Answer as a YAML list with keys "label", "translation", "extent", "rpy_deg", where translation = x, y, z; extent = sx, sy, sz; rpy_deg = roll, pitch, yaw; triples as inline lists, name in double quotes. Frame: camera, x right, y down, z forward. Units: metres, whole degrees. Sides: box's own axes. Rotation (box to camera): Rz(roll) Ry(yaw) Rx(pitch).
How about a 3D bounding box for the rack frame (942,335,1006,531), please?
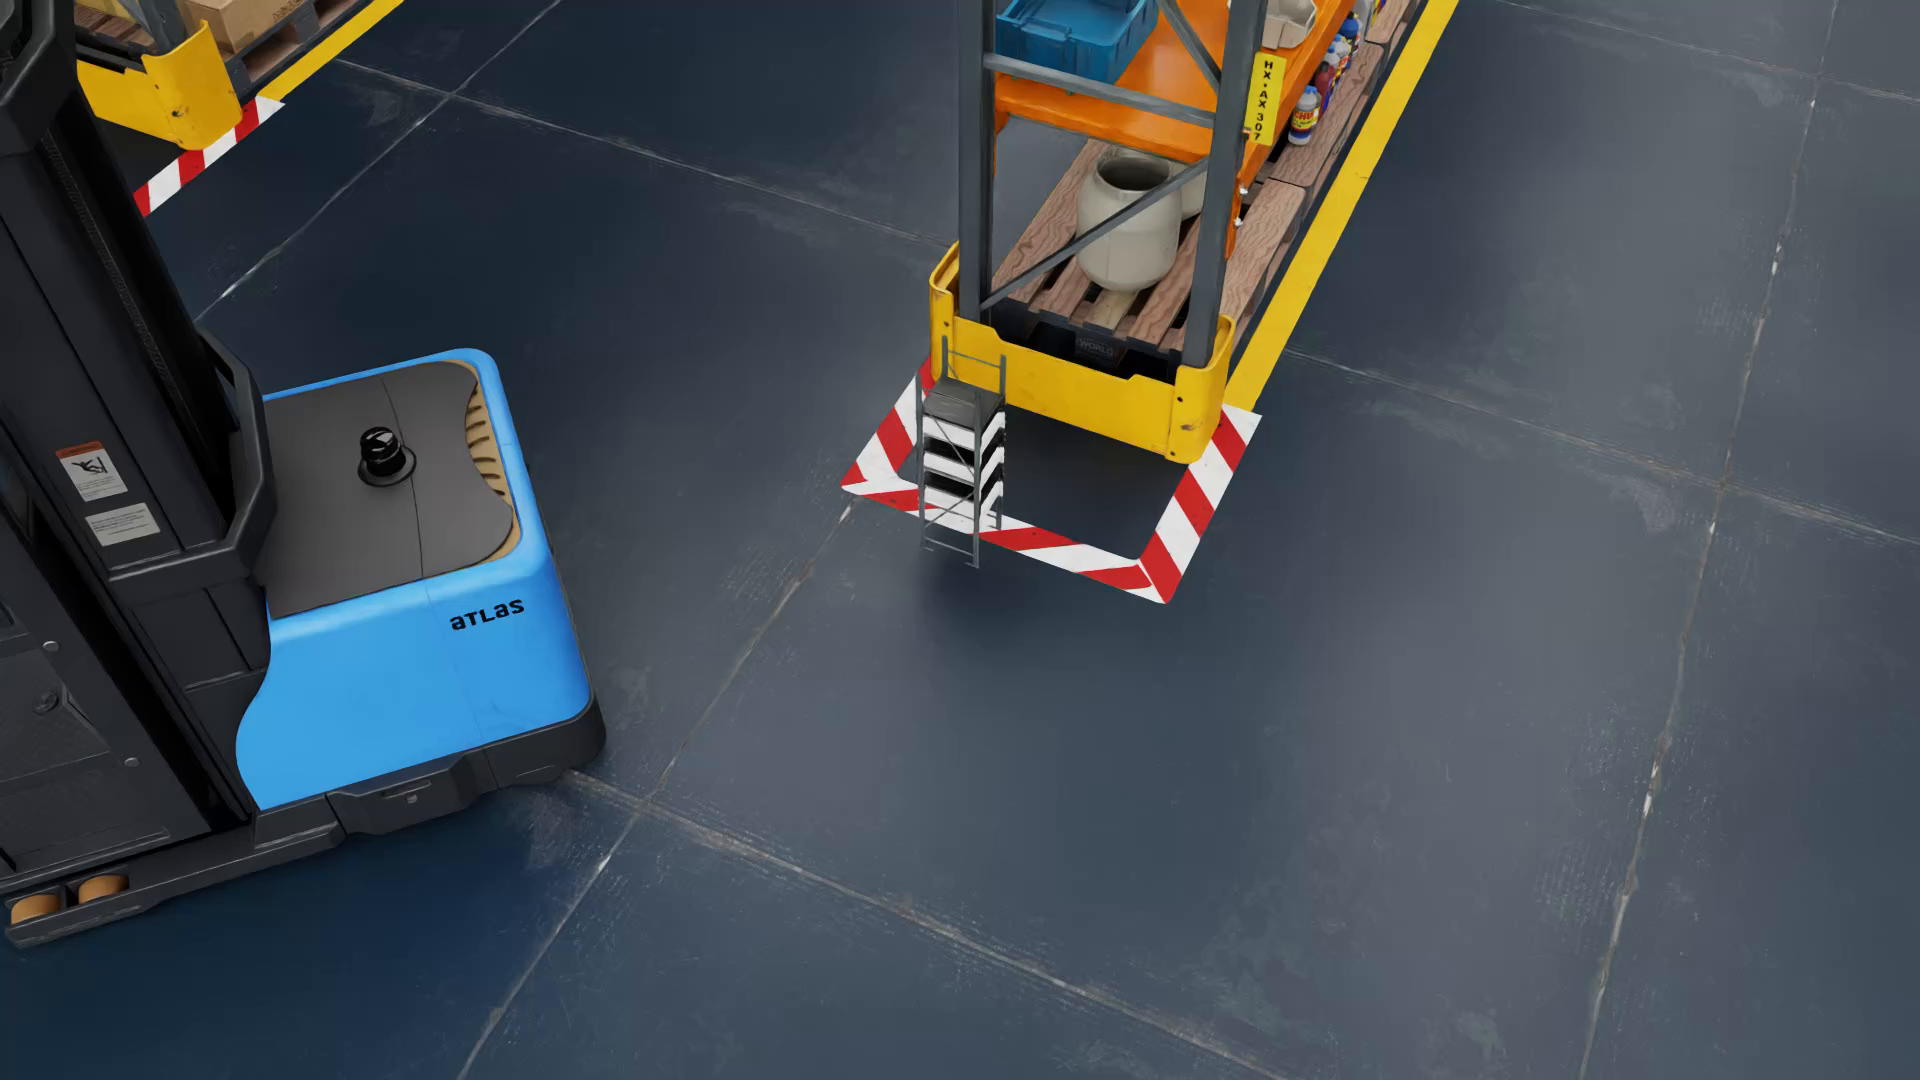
- label: "rack frame"
  translation: [0.047, -0.367, 5.971]
  extent: [0.240, 0.900, 0.006]
  rpy_deg: [20, 52, 16]

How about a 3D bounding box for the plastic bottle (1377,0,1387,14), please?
- label: "plastic bottle"
  translation: [2.052, -2.715, 8.085]
  extent: [0.061, 0.283, 0.133]
  rpy_deg: [23, 53, 18]

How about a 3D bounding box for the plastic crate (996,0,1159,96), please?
- label: "plastic crate"
  translation: [0.415, -1.887, 5.984]
  extent: [0.499, 0.251, 0.616]
  rpy_deg: [20, 52, 16]

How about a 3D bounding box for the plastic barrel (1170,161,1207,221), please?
- label: "plastic barrel"
  translation: [0.898, -1.646, 7.039]
  extent: [0.421, 0.512, 0.421]
  rpy_deg: [0, 50, 0]

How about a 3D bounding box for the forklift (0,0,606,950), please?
- label: "forklift"
  translation: [-2.761, -0.155, 4.457]
  extent: [3.031, 2.935, 1.130]
  rpy_deg: [-16, 51, -13]

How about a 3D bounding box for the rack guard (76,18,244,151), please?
- label: "rack guard"
  translation: [-4.016, -2.281, 7.862]
  extent: [1.175, 0.500, 0.348]
  rpy_deg: [20, 52, 16]

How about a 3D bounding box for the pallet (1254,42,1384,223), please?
- label: "pallet"
  translation: [1.336, -2.052, 7.857]
  extent: [1.003, 0.211, 1.213]
  rpy_deg: [20, 52, 16]

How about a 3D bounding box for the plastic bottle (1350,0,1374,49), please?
- label: "plastic bottle"
  translation: [1.873, -2.505, 7.912]
  extent: [0.152, 0.276, 0.135]
  rpy_deg: [21, 53, 17]

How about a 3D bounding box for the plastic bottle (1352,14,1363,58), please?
- label: "plastic bottle"
  translation: [1.847, -2.391, 7.863]
  extent: [0.097, 0.201, 0.097]
  rpy_deg: [0, 50, 0]

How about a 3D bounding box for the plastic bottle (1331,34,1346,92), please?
- label: "plastic bottle"
  translation: [1.717, -2.204, 7.658]
  extent: [0.097, 0.271, 0.097]
  rpy_deg: [0, 50, 0]

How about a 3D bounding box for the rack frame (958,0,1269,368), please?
- label: "rack frame"
  translation: [0.471, -1.493, 5.551]
  extent: [1.000, 3.000, 0.127]
  rpy_deg: [20, 52, 16]

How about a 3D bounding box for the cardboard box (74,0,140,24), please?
- label: "cardboard box"
  translation: [-4.044, -2.818, 8.208]
  extent: [0.500, 0.250, 0.500]
  rpy_deg: [20, 52, 16]

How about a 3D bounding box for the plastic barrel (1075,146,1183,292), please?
- label: "plastic barrel"
  translation: [0.683, -1.301, 6.745]
  extent: [0.421, 0.512, 0.421]
  rpy_deg: [0, 50, 0]

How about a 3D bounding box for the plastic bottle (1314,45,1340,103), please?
- label: "plastic bottle"
  translation: [1.674, -2.135, 7.599]
  extent: [0.097, 0.271, 0.097]
  rpy_deg: [0, 50, 0]

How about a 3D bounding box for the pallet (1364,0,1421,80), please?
- label: "pallet"
  translation: [1.856, -2.895, 8.575]
  extent: [1.003, 0.211, 1.213]
  rpy_deg: [20, 52, 16]

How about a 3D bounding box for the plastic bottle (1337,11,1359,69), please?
- label: "plastic bottle"
  translation: [1.803, -2.343, 7.777]
  extent: [0.097, 0.271, 0.097]
  rpy_deg: [0, 50, 0]

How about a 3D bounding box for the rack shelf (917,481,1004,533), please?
- label: "rack shelf"
  translation: [0.003, -0.159, 6.074]
  extent: [0.258, 0.077, 0.200]
  rpy_deg: [20, 52, 16]

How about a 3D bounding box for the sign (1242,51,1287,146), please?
- label: "sign"
  translation: [0.967, -1.401, 5.291]
  extent: [0.100, 0.325, 0.005]
  rpy_deg: [20, 52, 16]

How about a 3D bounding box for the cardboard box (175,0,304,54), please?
- label: "cardboard box"
  translation: [-3.575, -2.649, 8.064]
  extent: [0.500, 0.250, 0.500]
  rpy_deg: [20, 52, 16]

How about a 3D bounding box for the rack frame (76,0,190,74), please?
- label: "rack frame"
  translation: [-4.006, -3.107, 6.925]
  extent: [1.000, 3.000, 0.127]
  rpy_deg: [20, 52, 16]

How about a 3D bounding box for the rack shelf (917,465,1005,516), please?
- label: "rack shelf"
  translation: [0.003, -0.217, 6.006]
  extent: [0.258, 0.077, 0.200]
  rpy_deg: [20, 52, 16]

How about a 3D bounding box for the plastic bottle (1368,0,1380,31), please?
- label: "plastic bottle"
  translation: [1.946, -2.640, 7.977]
  extent: [0.144, 0.351, 0.185]
  rpy_deg: [19, 52, 16]

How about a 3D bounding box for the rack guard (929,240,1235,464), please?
- label: "rack guard"
  translation: [0.461, -0.751, 6.561]
  extent: [1.175, 0.500, 0.348]
  rpy_deg: [20, 52, 16]

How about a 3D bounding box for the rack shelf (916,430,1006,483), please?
- label: "rack shelf"
  translation: [0.003, -0.334, 5.869]
  extent: [0.258, 0.077, 0.200]
  rpy_deg: [20, 52, 16]

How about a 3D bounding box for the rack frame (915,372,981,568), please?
- label: "rack frame"
  translation: [-0.040, -0.227, 5.852]
  extent: [0.240, 0.900, 0.006]
  rpy_deg: [20, 52, 16]

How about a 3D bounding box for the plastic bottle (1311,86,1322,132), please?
- label: "plastic bottle"
  translation: [1.572, -1.947, 7.486]
  extent: [0.097, 0.201, 0.097]
  rpy_deg: [0, 50, 0]

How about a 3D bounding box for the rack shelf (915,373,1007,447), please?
- label: "rack shelf"
  translation: [0.003, -0.450, 5.732]
  extent: [0.258, 0.077, 0.200]
  rpy_deg: [20, 52, 16]

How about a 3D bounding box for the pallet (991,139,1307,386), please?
- label: "pallet"
  translation: [0.813, -1.215, 7.145]
  extent: [1.003, 0.211, 1.213]
  rpy_deg: [20, 52, 16]

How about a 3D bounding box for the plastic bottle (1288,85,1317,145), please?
- label: "plastic bottle"
  translation: [1.528, -1.899, 7.399]
  extent: [0.097, 0.271, 0.097]
  rpy_deg: [0, 50, 0]

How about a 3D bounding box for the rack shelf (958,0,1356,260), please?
- label: "rack shelf"
  translation: [1.326, -2.637, 6.997]
  extent: [1.077, 0.370, 4.000]
  rpy_deg: [20, 52, 16]

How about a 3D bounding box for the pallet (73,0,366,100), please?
- label: "pallet"
  translation: [-3.717, -2.744, 8.446]
  extent: [1.003, 0.211, 1.213]
  rpy_deg: [20, 52, 16]

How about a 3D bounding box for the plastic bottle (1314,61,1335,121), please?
- label: "plastic bottle"
  translation: [1.641, -2.052, 7.522]
  extent: [0.061, 0.283, 0.133]
  rpy_deg: [21, 53, 17]

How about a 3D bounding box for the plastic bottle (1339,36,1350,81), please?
- label: "plastic bottle"
  translation: [1.759, -2.249, 7.743]
  extent: [0.097, 0.201, 0.097]
  rpy_deg: [0, 50, 0]

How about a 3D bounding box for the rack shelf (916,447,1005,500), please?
- label: "rack shelf"
  translation: [0.003, -0.276, 5.937]
  extent: [0.258, 0.077, 0.200]
  rpy_deg: [20, 52, 16]

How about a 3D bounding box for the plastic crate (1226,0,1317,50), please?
- label: "plastic crate"
  translation: [1.145, -1.919, 6.087]
  extent: [0.298, 0.136, 0.250]
  rpy_deg: [20, 52, 16]

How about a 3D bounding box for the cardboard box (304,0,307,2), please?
- label: "cardboard box"
  translation: [-3.365, -2.995, 8.358]
  extent: [0.500, 0.250, 0.500]
  rpy_deg: [20, 52, 16]

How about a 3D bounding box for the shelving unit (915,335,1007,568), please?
- label: "shelving unit"
  translation: [0.003, -0.297, 5.912]
  extent: [0.258, 0.900, 0.210]
  rpy_deg: [20, 52, 16]

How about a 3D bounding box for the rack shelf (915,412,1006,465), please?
- label: "rack shelf"
  translation: [0.003, -0.392, 5.800]
  extent: [0.258, 0.077, 0.200]
  rpy_deg: [20, 52, 16]
